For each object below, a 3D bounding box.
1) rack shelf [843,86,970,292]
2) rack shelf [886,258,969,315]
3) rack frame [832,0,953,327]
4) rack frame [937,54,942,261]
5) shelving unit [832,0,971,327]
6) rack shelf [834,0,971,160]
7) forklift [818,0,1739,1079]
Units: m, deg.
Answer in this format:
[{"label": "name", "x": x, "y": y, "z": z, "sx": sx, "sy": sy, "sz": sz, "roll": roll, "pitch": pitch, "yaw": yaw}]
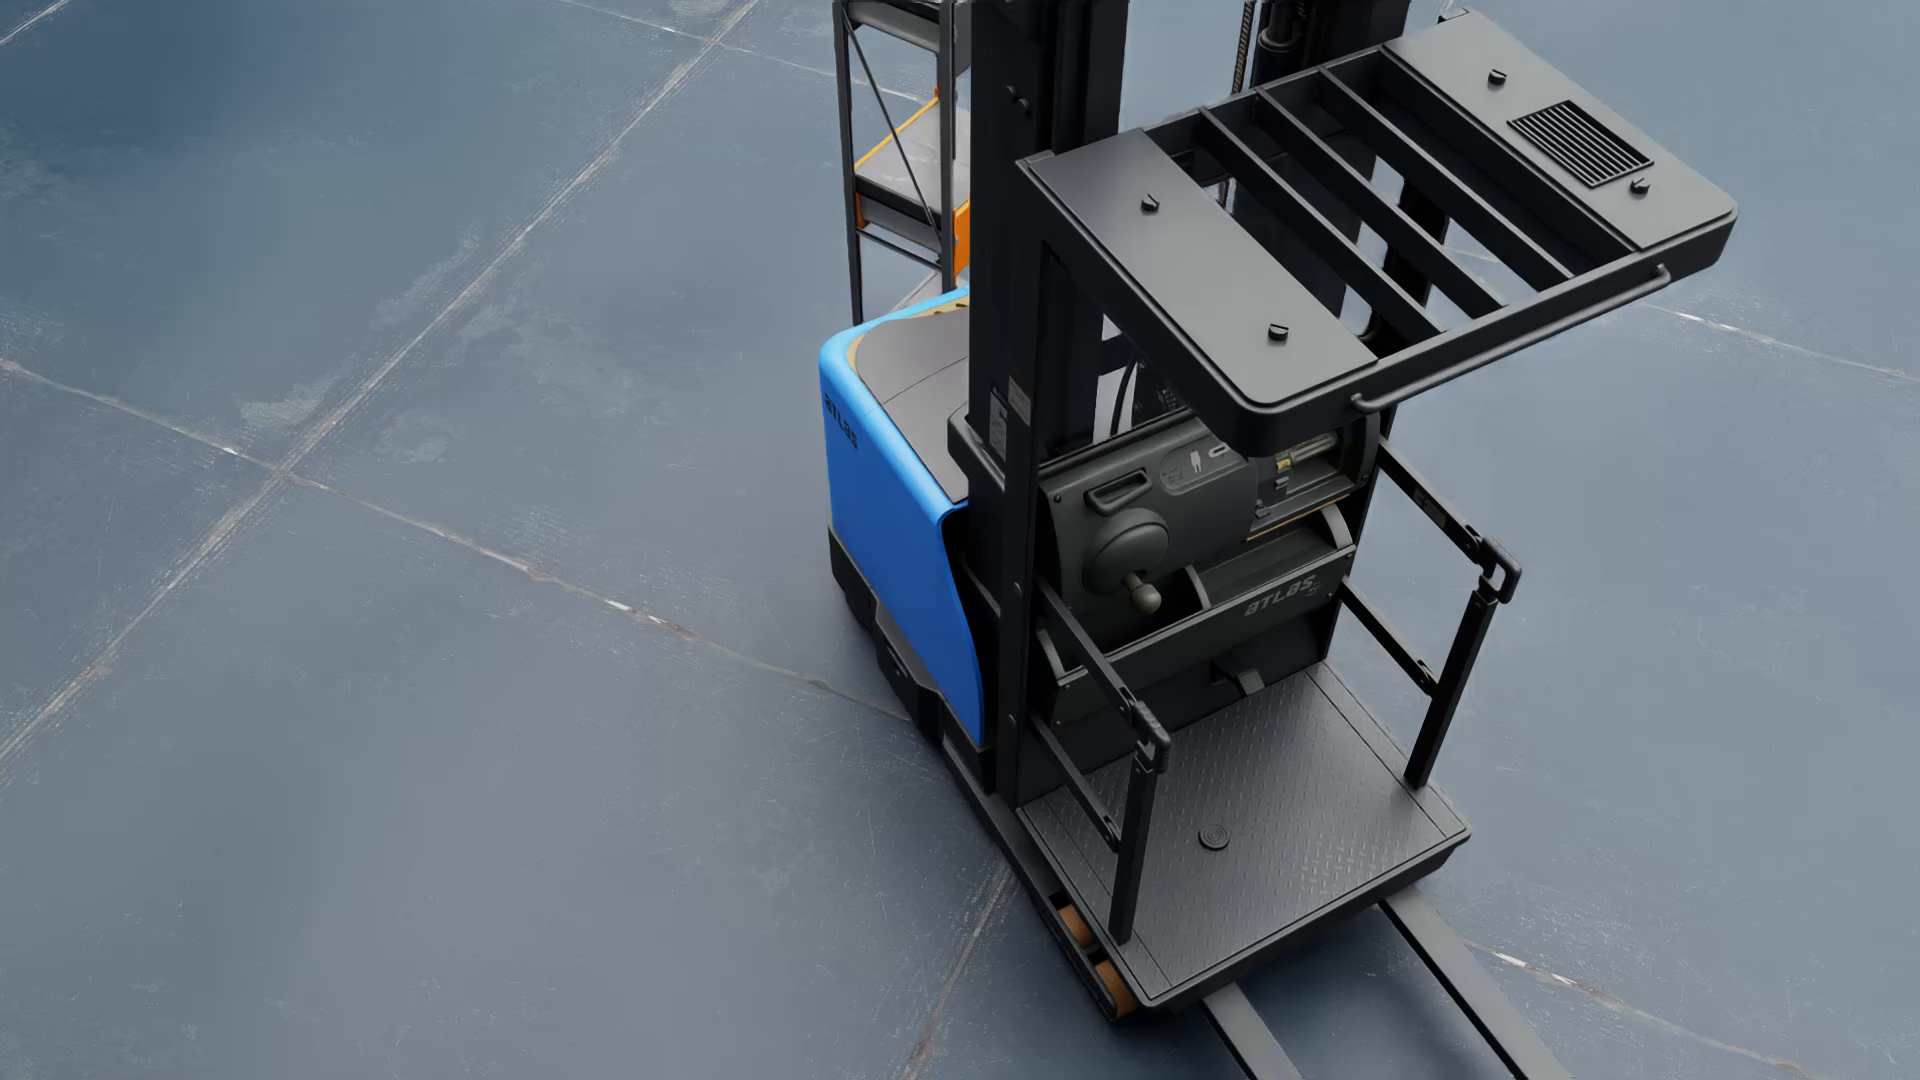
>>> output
[{"label": "rack shelf", "x": -0.046, "y": -1.034, "z": 5.269, "sx": 0.431, "sy": 0.518, "sz": 0.480, "roll": 28, "pitch": 55, "yaw": 22}, {"label": "rack shelf", "x": -0.046, "y": -0.581, "z": 5.802, "sx": 0.431, "sy": 0.518, "sz": 0.480, "roll": 28, "pitch": 55, "yaw": 22}, {"label": "rack frame", "x": -0.187, "y": -0.891, "z": 5.130, "sx": 0.400, "sy": 2.100, "sz": 0.015, "roll": 28, "pitch": 55, "yaw": 22}, {"label": "rack frame", "x": 0.094, "y": -1.195, "z": 5.388, "sx": 0.400, "sy": 2.100, "sz": 0.015, "roll": 28, "pitch": 55, "yaw": 22}, {"label": "shelving unit", "x": -0.046, "y": -1.043, "z": 5.259, "sx": 0.431, "sy": 2.100, "sz": 0.503, "roll": 28, "pitch": 55, "yaw": 22}, {"label": "rack shelf", "x": -0.046, "y": -1.488, "z": 4.736, "sx": 0.431, "sy": 0.518, "sz": 0.480, "roll": 28, "pitch": 55, "yaw": 22}, {"label": "forklift", "x": 0.723, "y": -0.031, "z": 3.852, "sx": 1.130, "sy": 2.935, "sz": 3.031, "roll": -23, "pitch": 53, "yaw": -18}]
